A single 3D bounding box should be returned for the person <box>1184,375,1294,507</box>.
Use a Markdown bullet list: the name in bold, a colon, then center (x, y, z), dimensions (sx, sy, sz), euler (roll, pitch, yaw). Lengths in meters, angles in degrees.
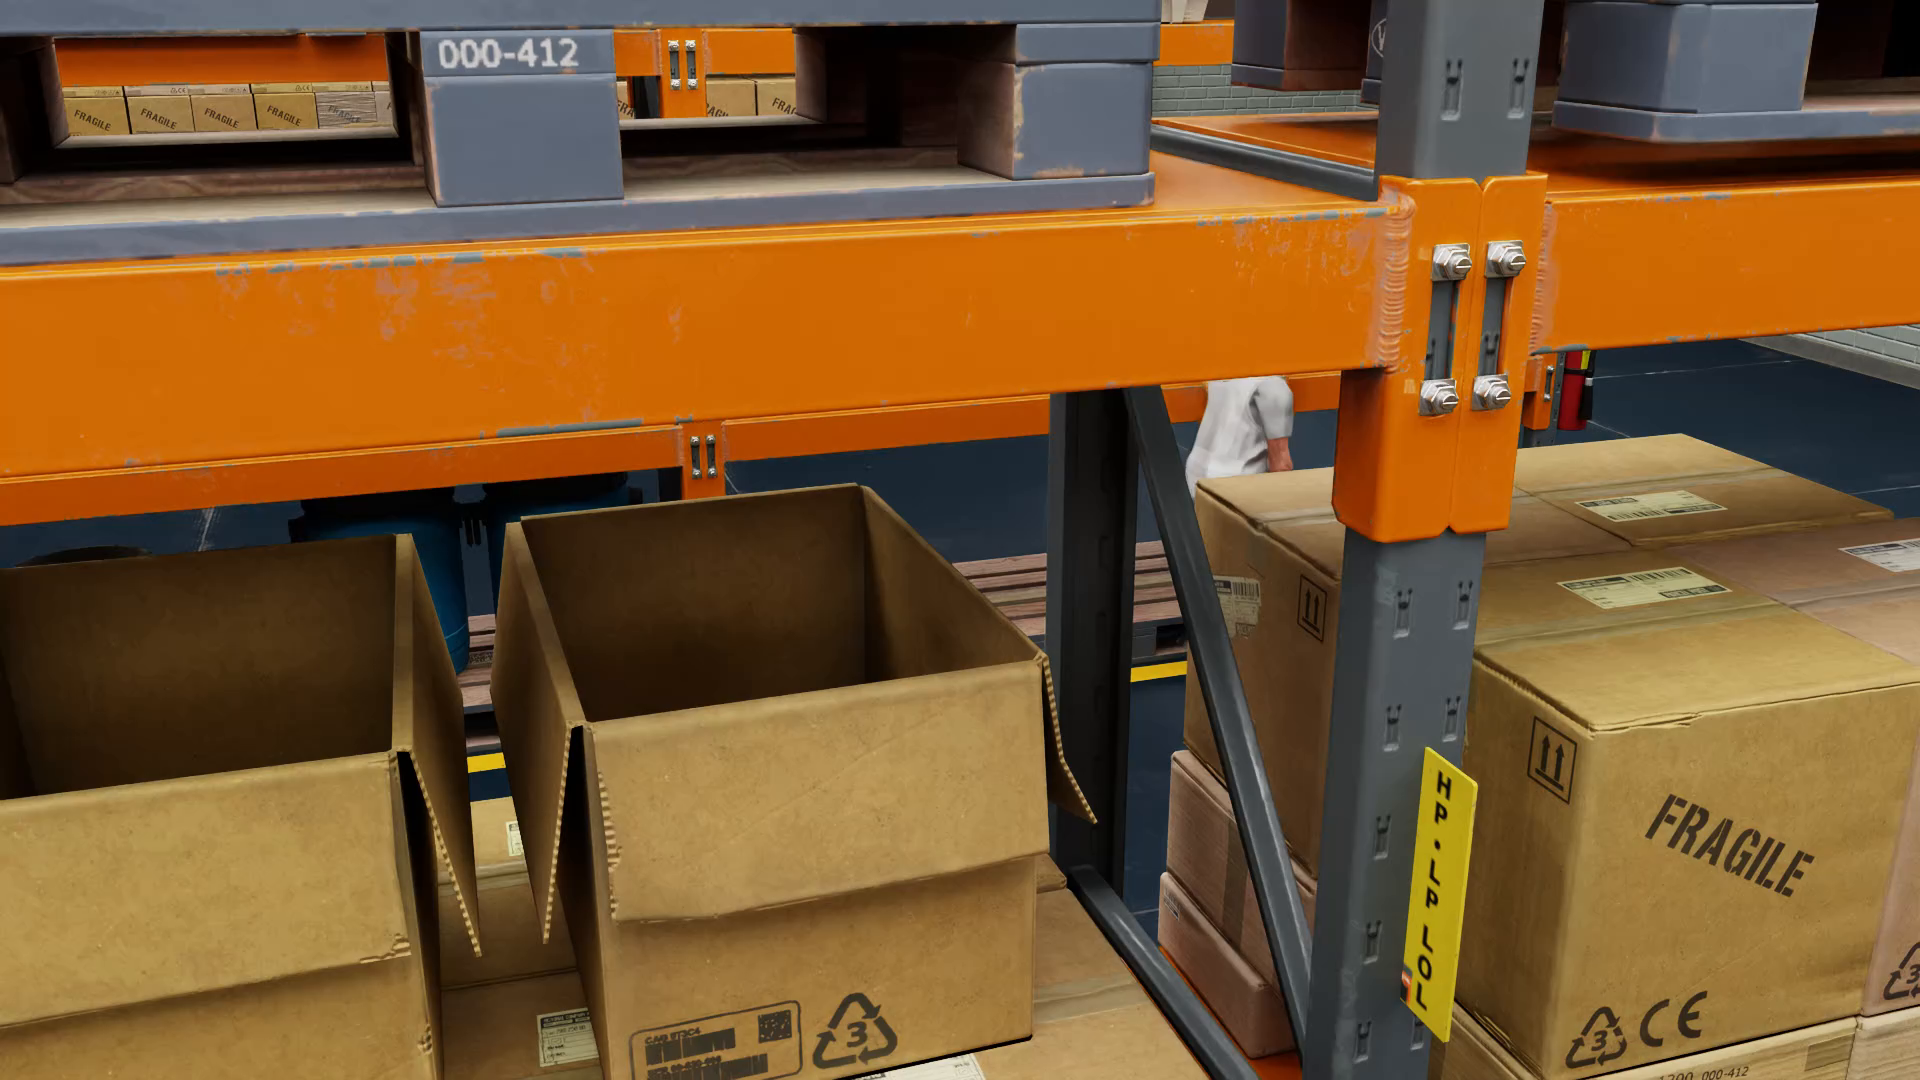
- **person**: center (1.272, -0.199, 7.327), dimensions (0.580, 1.647, 0.562), euler (-6, 20, -16)
